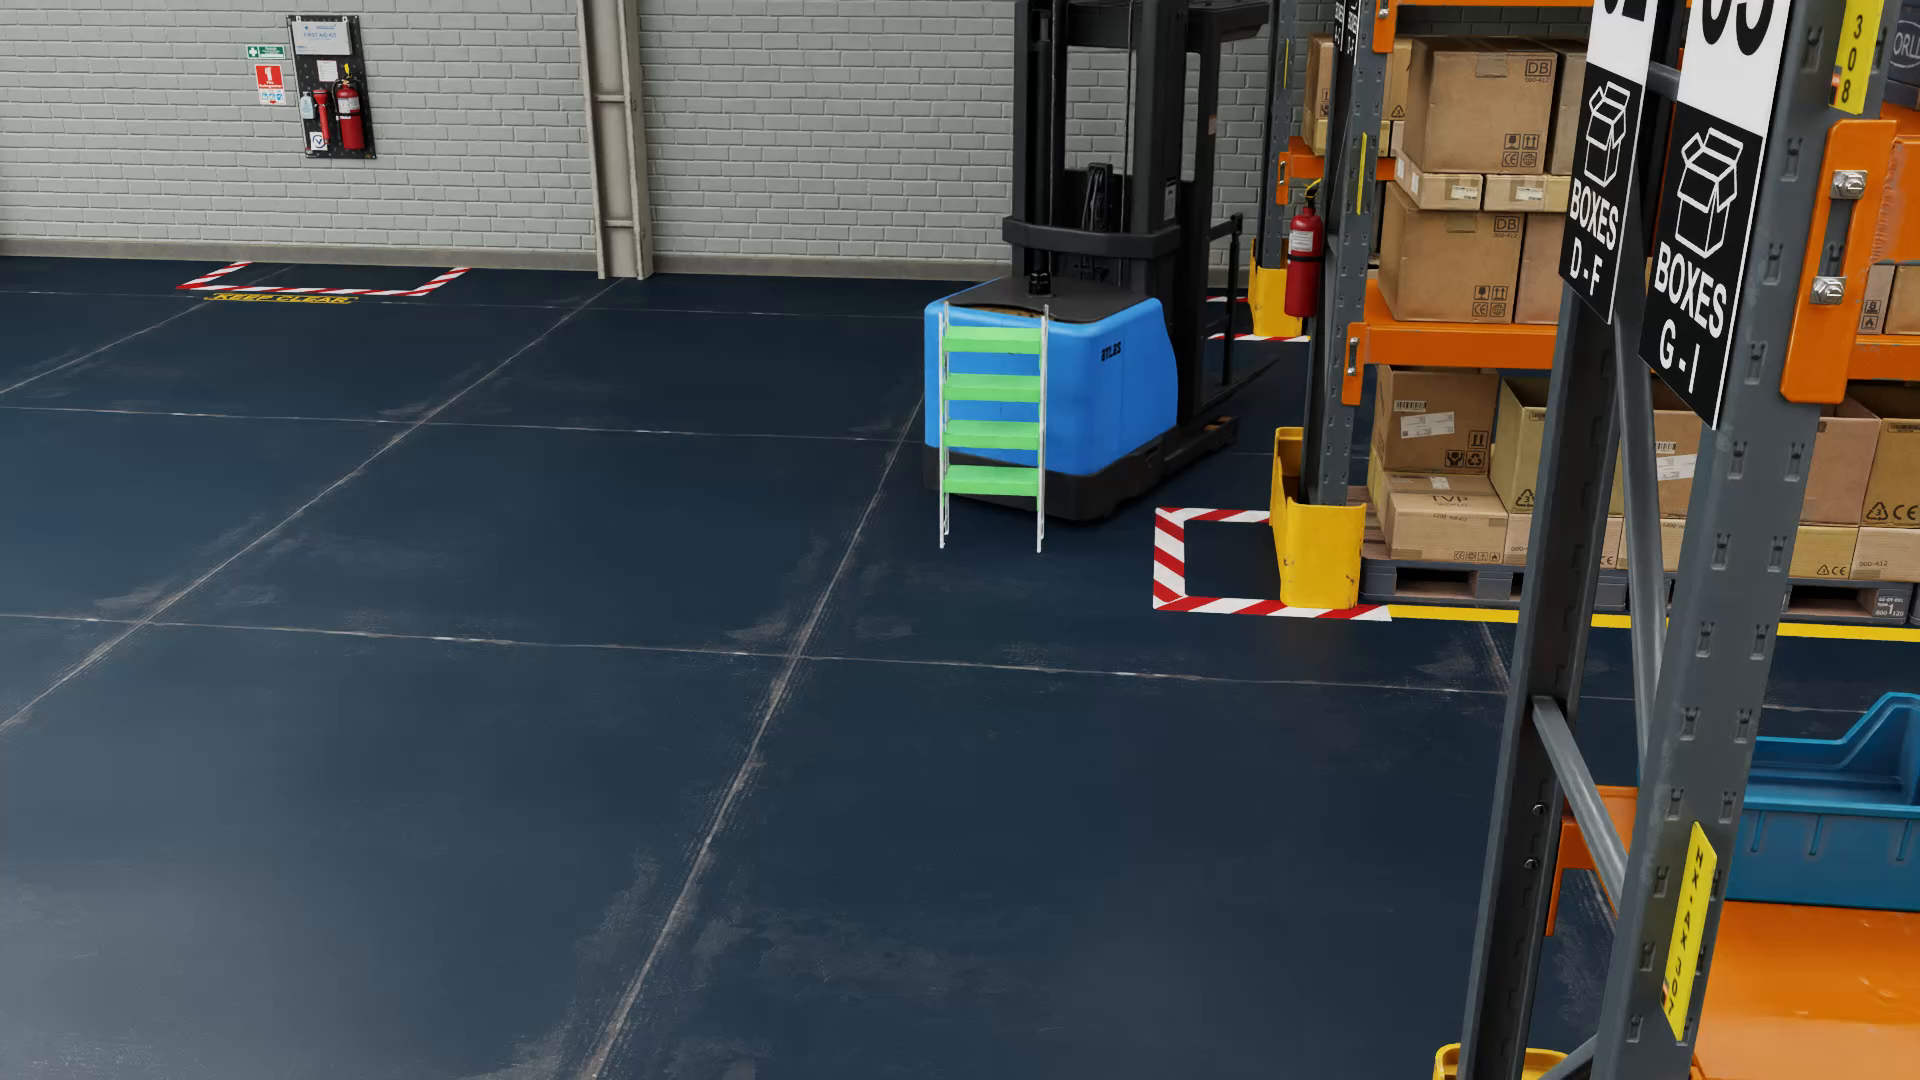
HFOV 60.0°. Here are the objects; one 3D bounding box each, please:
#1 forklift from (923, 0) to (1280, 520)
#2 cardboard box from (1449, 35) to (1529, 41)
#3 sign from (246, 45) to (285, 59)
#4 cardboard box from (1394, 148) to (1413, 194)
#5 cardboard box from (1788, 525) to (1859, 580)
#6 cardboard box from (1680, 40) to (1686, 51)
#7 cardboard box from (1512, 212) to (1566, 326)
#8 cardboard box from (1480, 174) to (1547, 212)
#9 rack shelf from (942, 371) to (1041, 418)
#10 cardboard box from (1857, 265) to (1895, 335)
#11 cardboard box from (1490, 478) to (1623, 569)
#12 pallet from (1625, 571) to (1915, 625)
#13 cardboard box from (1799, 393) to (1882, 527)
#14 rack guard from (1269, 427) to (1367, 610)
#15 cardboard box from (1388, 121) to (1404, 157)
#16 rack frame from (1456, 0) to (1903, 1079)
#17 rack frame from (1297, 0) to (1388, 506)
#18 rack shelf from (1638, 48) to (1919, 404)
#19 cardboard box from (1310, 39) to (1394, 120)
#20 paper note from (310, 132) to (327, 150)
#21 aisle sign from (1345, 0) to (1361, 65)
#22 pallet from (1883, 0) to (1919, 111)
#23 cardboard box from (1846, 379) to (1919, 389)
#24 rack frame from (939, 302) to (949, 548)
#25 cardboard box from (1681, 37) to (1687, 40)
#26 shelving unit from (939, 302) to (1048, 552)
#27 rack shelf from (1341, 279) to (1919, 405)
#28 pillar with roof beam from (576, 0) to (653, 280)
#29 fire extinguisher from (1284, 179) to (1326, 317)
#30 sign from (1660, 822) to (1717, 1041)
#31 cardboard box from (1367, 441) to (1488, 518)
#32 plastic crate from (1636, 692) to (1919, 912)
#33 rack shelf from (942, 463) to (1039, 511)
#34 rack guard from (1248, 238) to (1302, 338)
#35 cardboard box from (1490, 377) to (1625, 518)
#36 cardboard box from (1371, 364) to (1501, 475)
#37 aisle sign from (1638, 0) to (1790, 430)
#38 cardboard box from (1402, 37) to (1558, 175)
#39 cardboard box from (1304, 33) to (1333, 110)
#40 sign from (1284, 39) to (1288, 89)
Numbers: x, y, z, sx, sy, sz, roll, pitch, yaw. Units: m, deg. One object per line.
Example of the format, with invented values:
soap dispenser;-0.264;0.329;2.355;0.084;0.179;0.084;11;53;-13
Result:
forklift;1.008;-1.954;9.396;1.130;2.935;3.031;13;25;30
cardboard box;3.832;-3.400;12.117;0.500;0.500;0.500;2;22;5
sign;-5.818;-4.088;13.930;0.331;0.109;0.001;2;22;6
cardboard box;2.149;-1.693;7.624;0.250;0.149;0.380;2;22;5
cardboard box;3.743;-0.039;7.626;0.500;0.250;0.500;2;22;6
cardboard box;3.286;-1.872;7.195;0.500;0.500;0.700;3;22;7
cardboard box;2.732;-1.293;7.493;0.500;0.500;0.700;3;22;8
cardboard box;2.374;-1.534;7.222;0.250;0.149;0.380;2;22;5
rack shelf;0.164;-0.715;8.136;0.480;0.148;0.258;2;22;6
cardboard box;3.747;-1.248;7.380;0.500;0.500;0.700;3;22;8
cardboard box;2.751;-0.084;7.741;0.500;0.250;0.500;2;22;6
pallet;3.720;0.076;7.960;1.213;0.211;1.003;2;22;6
cardboard box;3.743;-0.387;7.487;0.500;0.500;0.500;2;22;6
rack guard;1.724;-0.130;8.090;0.348;0.500;1.175;2;22;6
cardboard box;3.291;-2.886;11.836;0.500;0.250;0.500;2;22;5
rack frame;1.160;0.518;3.051;0.053;2.616;0.949;2;22;6
rack frame;1.747;-1.292;7.628;0.127;3.000;1.000;2;22;6
rack shelf;3.147;-0.457;2.416;4.000;0.370;1.077;2;22;6
cardboard box;2.765;-3.259;11.759;0.500;0.500;0.500;3;22;6
paper note;-5.452;-3.390;14.133;0.142;0.148;0.016;2;22;6
aisle sign;1.646;-2.392;6.874;0.004;0.787;0.394;2;22;6
pallet;1.971;-0.719;2.356;1.213;0.211;1.003;2;22;6
cardboard box;4.303;-0.562;7.930;0.500;0.500;0.500;2;22;6
rack frame;-0.078;-0.561;8.228;0.015;1.200;0.240;2;22;6
cardboard box;5.343;-3.336;11.956;0.500;0.500;0.500;2;22;6
shelving unit;0.164;-0.551;8.201;0.503;1.200;0.258;2;22;6
rack shelf;3.733;-0.871;7.541;4.000;0.370;1.077;2;22;6
pillar with roof beam;-3.341;-4.864;8.503;0.400;9.000;9.100;2;22;6
fire extinguisher;1.685;-1.431;8.084;0.183;0.674;0.296;2;22;6
sign;1.092;0.588;2.495;0.005;0.325;0.100;2;22;6
cardboard box;2.315;-0.293;8.270;0.500;0.250;0.500;2;22;6
plastic crate;1.693;0.498;3.303;0.616;0.251;0.499;2;22;6
rack shelf;0.164;-0.268;8.313;0.480;0.148;0.258;2;22;6
rack guard;2.402;-1.935;12.654;0.348;0.500;1.175;2;22;6
cardboard box;2.750;-0.432;7.601;0.500;0.500;0.500;2;22;6
cardboard box;2.315;-0.643;8.134;0.500;0.500;0.500;2;22;6
aisle sign;1.055;-0.589;2.313;0.004;0.787;0.394;2;22;6
cardboard box;2.262;-1.915;7.302;0.500;0.500;0.700;3;22;6
cardboard box;2.820;-3.446;12.234;0.500;0.500;0.500;2;22;6
sign;2.263;-3.305;11.543;0.005;0.325;0.100;2;22;6
